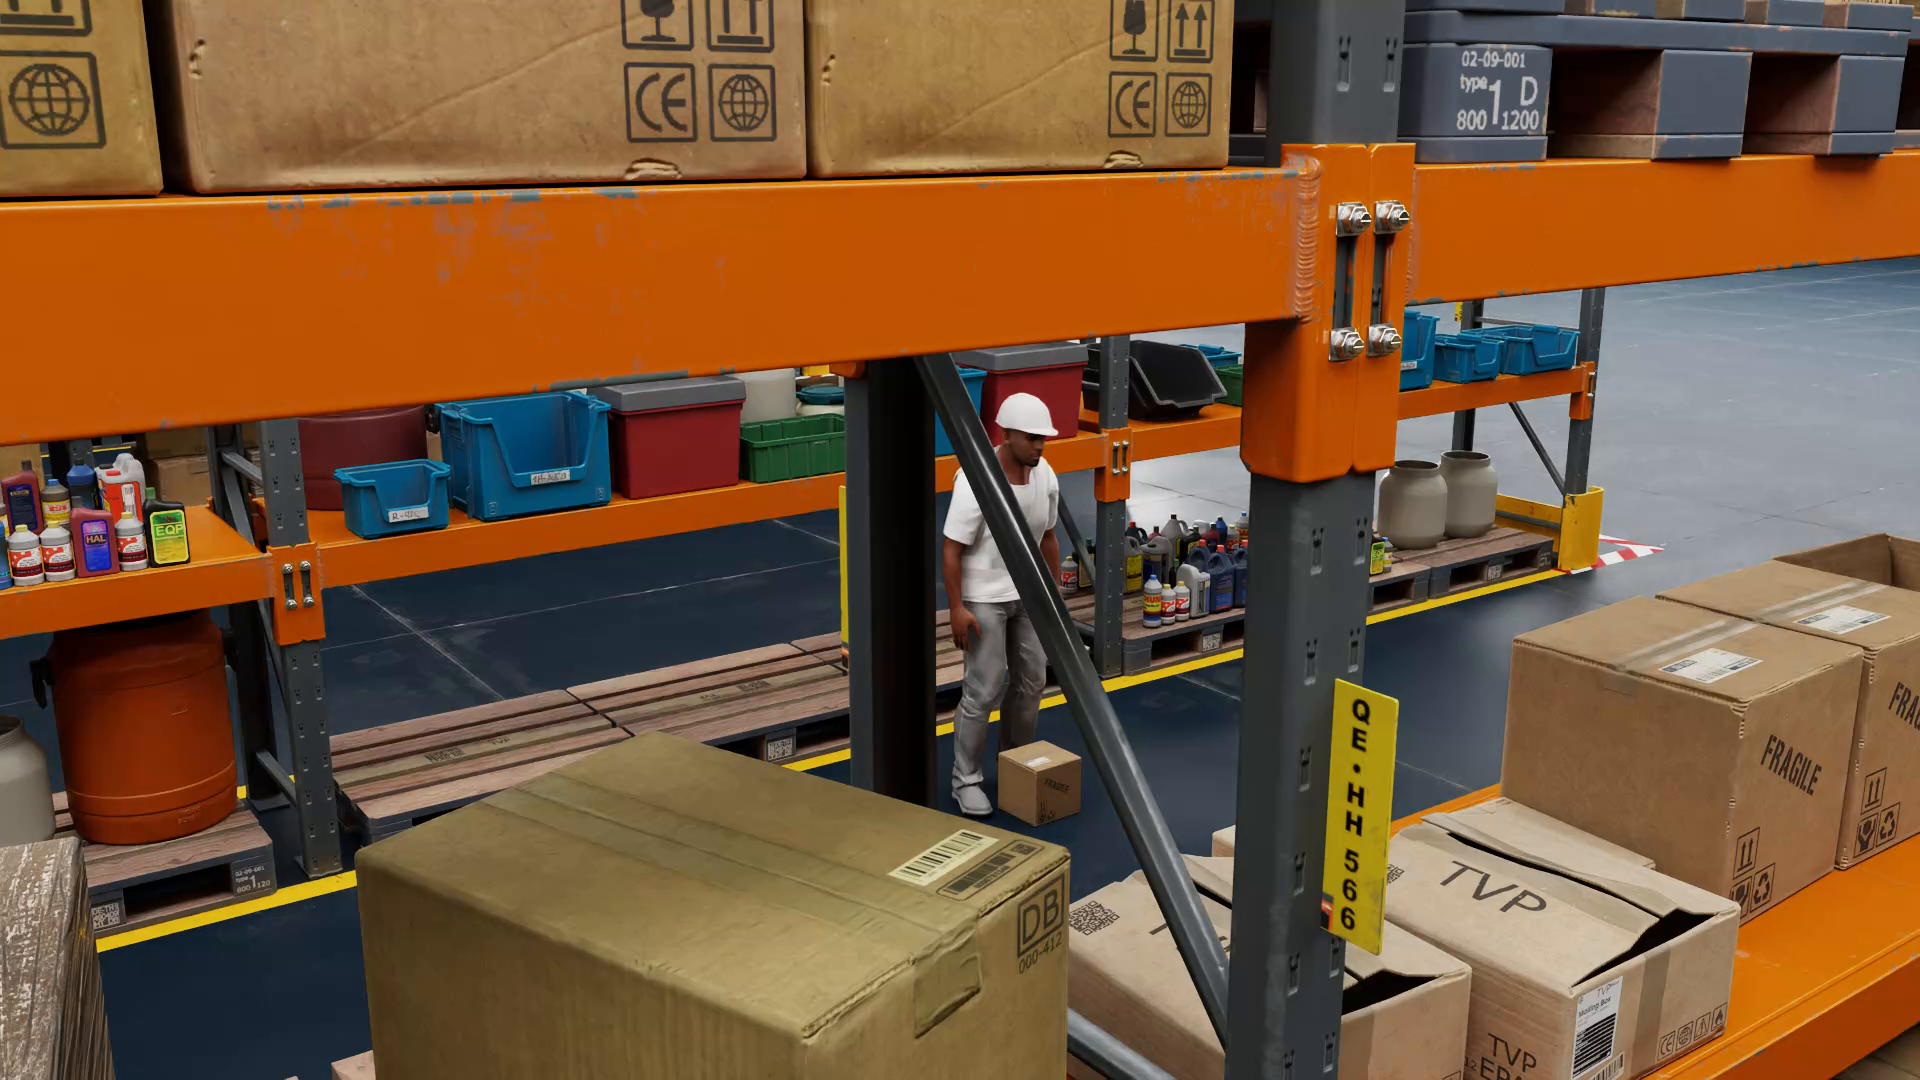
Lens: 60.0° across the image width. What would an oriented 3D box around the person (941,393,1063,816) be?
[{"bbox_3d":[0.200,0.249,7.001,0.631,1.759,0.461,-12,18,-38],"label":"person"}]
